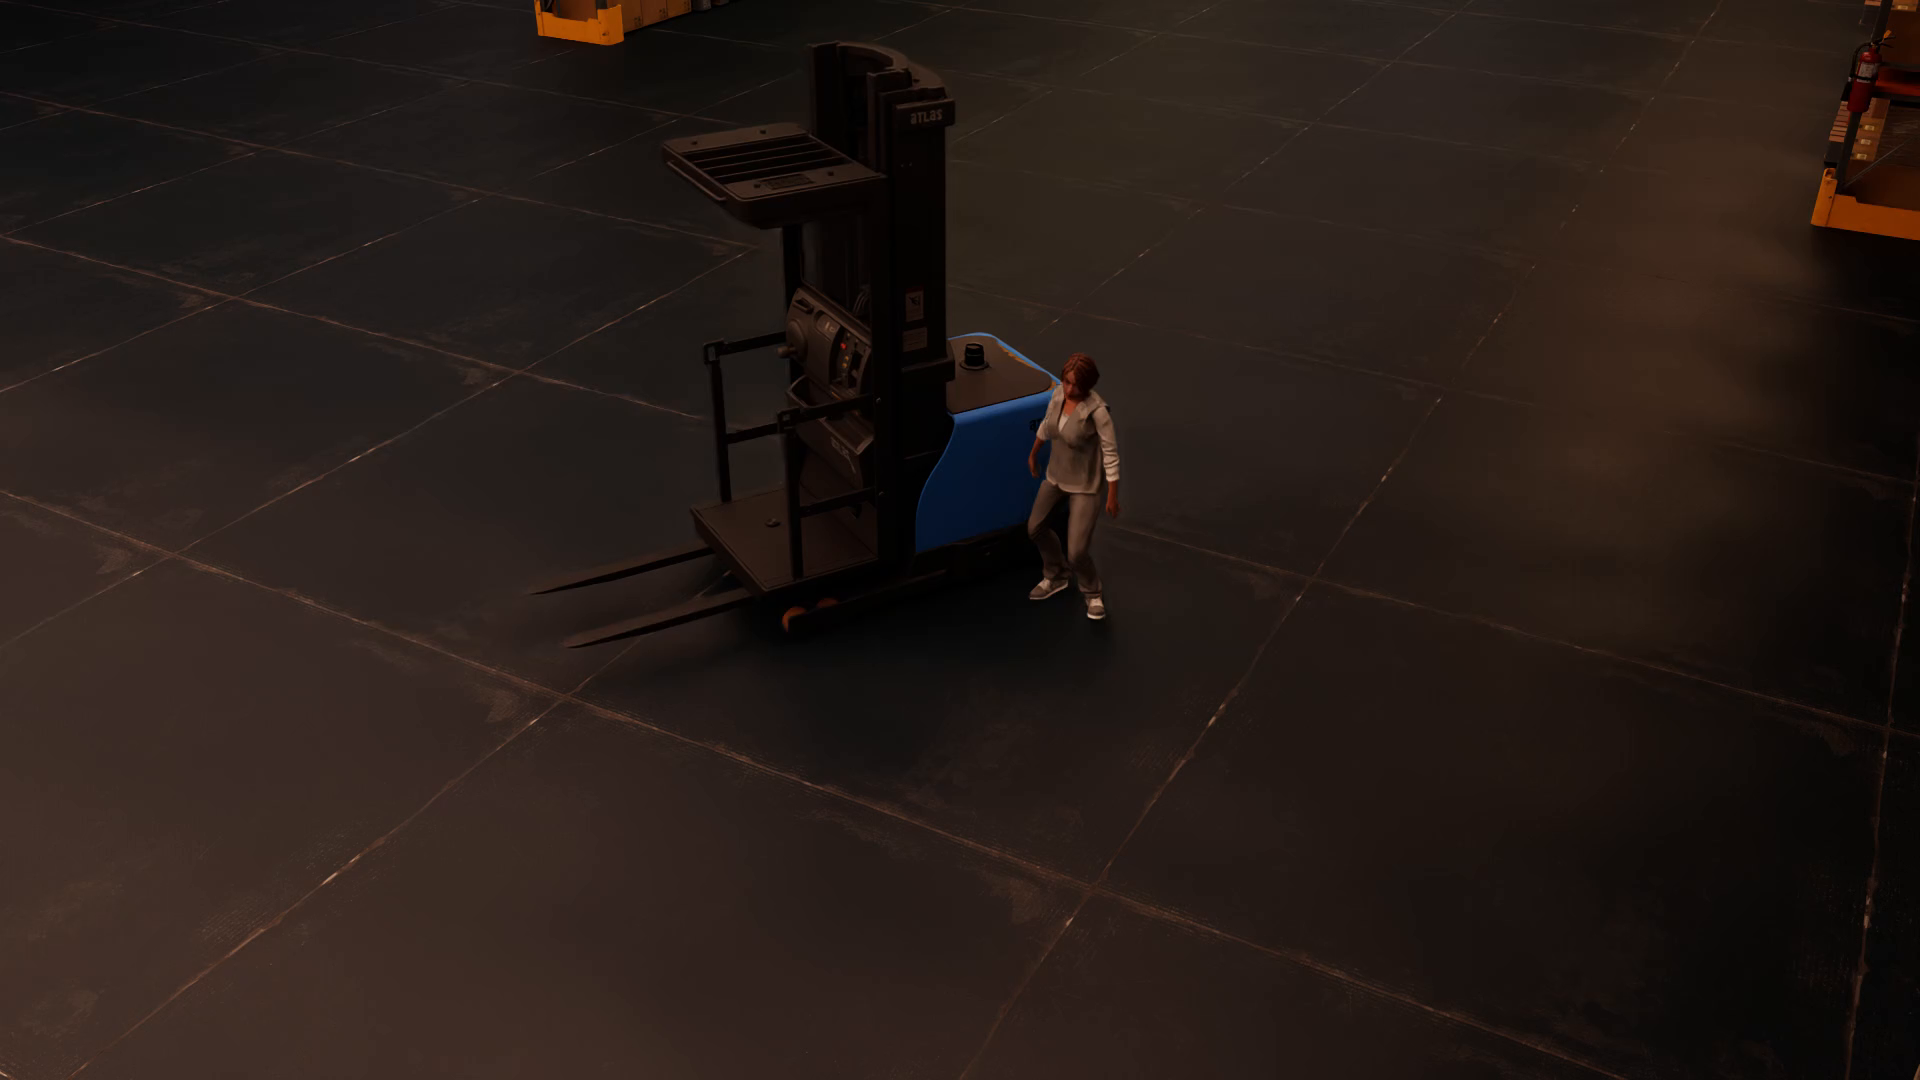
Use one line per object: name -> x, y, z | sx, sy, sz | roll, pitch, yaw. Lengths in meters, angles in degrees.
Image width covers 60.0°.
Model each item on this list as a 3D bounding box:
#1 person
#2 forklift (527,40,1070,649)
person -> 0.586, -0.316, 9.029 | 0.342, 1.552, 0.647 | -21, 36, -31
forklift -> -0.888, -1.039, 8.872 | 3.031, 2.935, 1.130 | -16, 34, -25
